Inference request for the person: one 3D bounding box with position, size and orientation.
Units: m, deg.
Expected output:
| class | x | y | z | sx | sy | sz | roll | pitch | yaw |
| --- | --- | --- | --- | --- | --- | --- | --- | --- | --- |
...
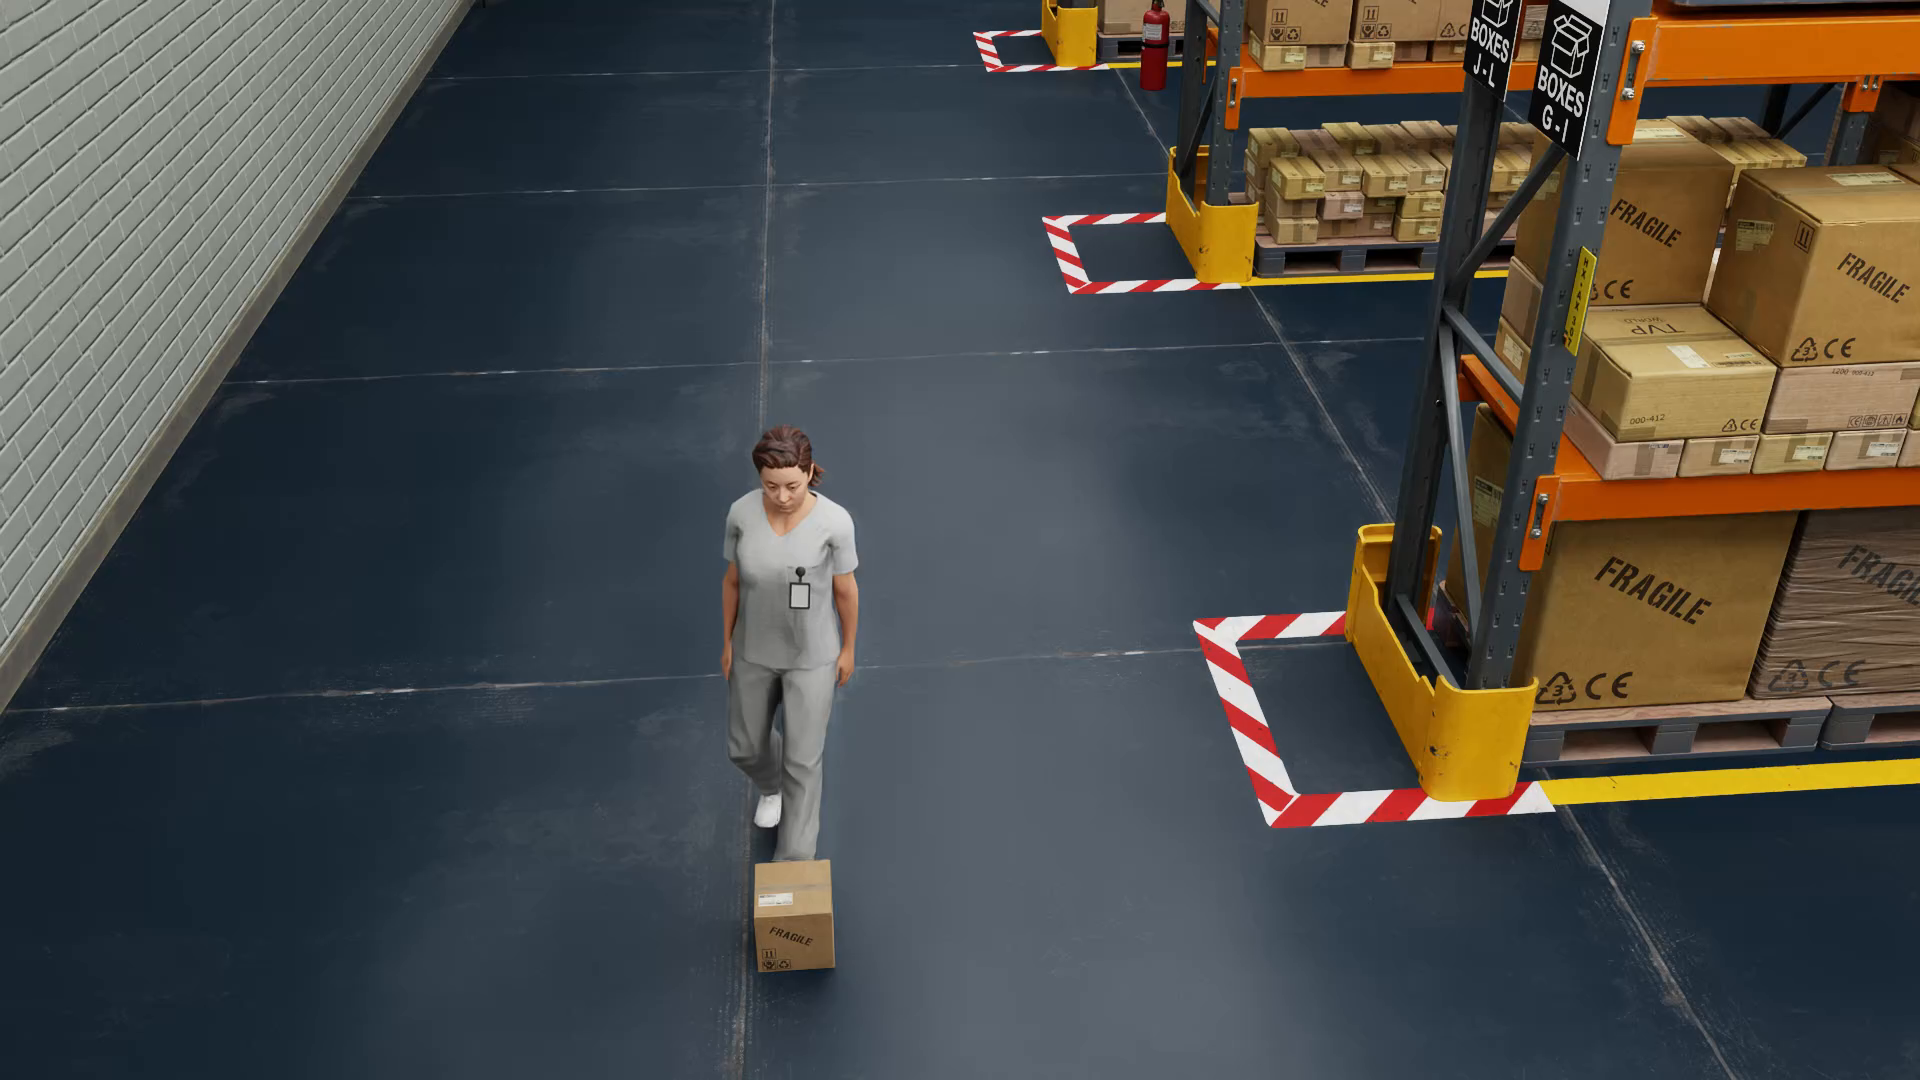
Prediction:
| class | x | y | z | sx | sy | sz | roll | pitch | yaw |
| --- | --- | --- | --- | --- | --- | --- | --- | --- | --- |
| person | -0.577 | 0.399 | 5.445 | 0.460 | 1.665 | 0.700 | 6 | 32 | 9 |
